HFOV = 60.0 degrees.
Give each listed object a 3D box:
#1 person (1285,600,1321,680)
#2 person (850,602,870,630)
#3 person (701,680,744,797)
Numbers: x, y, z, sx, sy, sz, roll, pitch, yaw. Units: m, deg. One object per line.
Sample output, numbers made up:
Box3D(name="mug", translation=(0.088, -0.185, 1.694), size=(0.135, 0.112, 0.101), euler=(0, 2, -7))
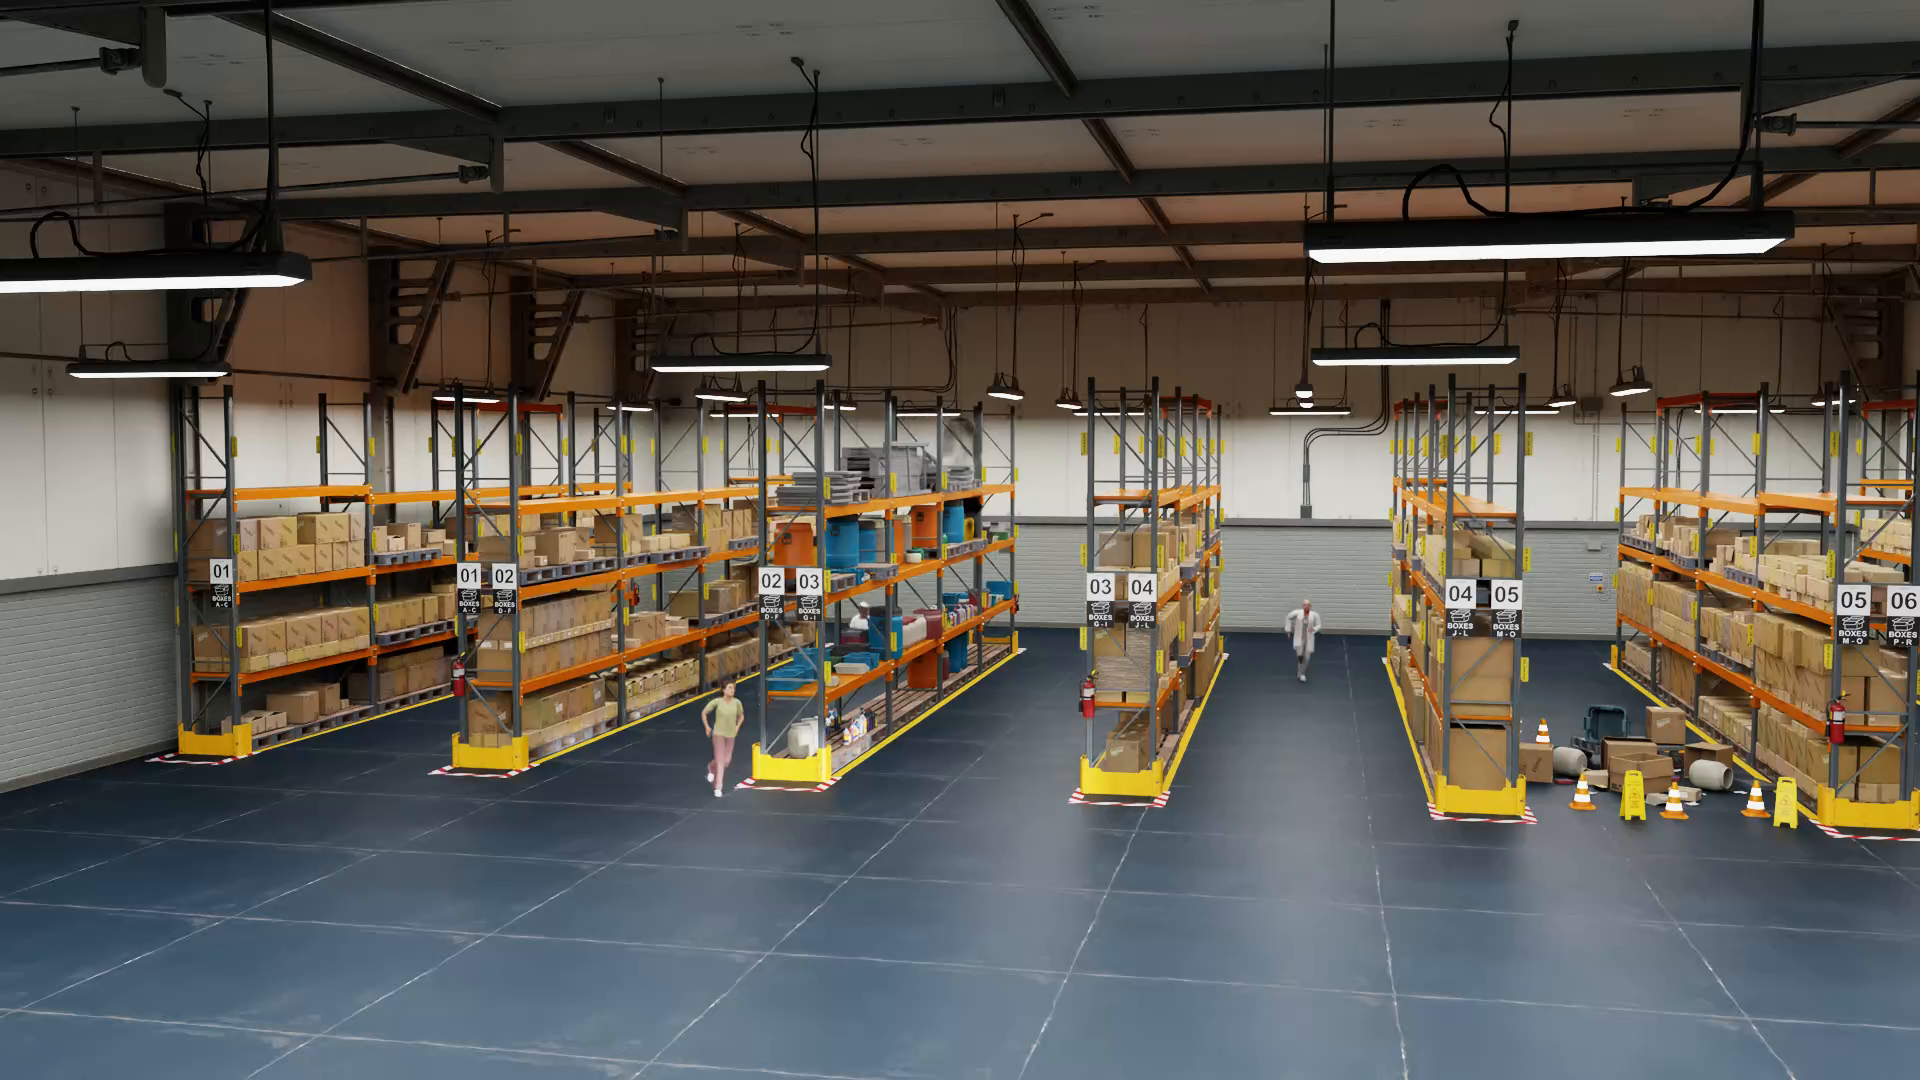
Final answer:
Box3D(name="person", translation=(7.362, 2.148, 35.663), size=(0.759, 1.728, 0.687), euler=(1, 3, 9))
Box3D(name="person", translation=(-2.045, 2.173, 35.306), size=(0.703, 1.723, 0.588), euler=(1, 3, 18))
Box3D(name="person", translation=(-3.438, 2.855, 24.186), size=(0.627, 1.650, 0.744), euler=(-2, 4, -28))
